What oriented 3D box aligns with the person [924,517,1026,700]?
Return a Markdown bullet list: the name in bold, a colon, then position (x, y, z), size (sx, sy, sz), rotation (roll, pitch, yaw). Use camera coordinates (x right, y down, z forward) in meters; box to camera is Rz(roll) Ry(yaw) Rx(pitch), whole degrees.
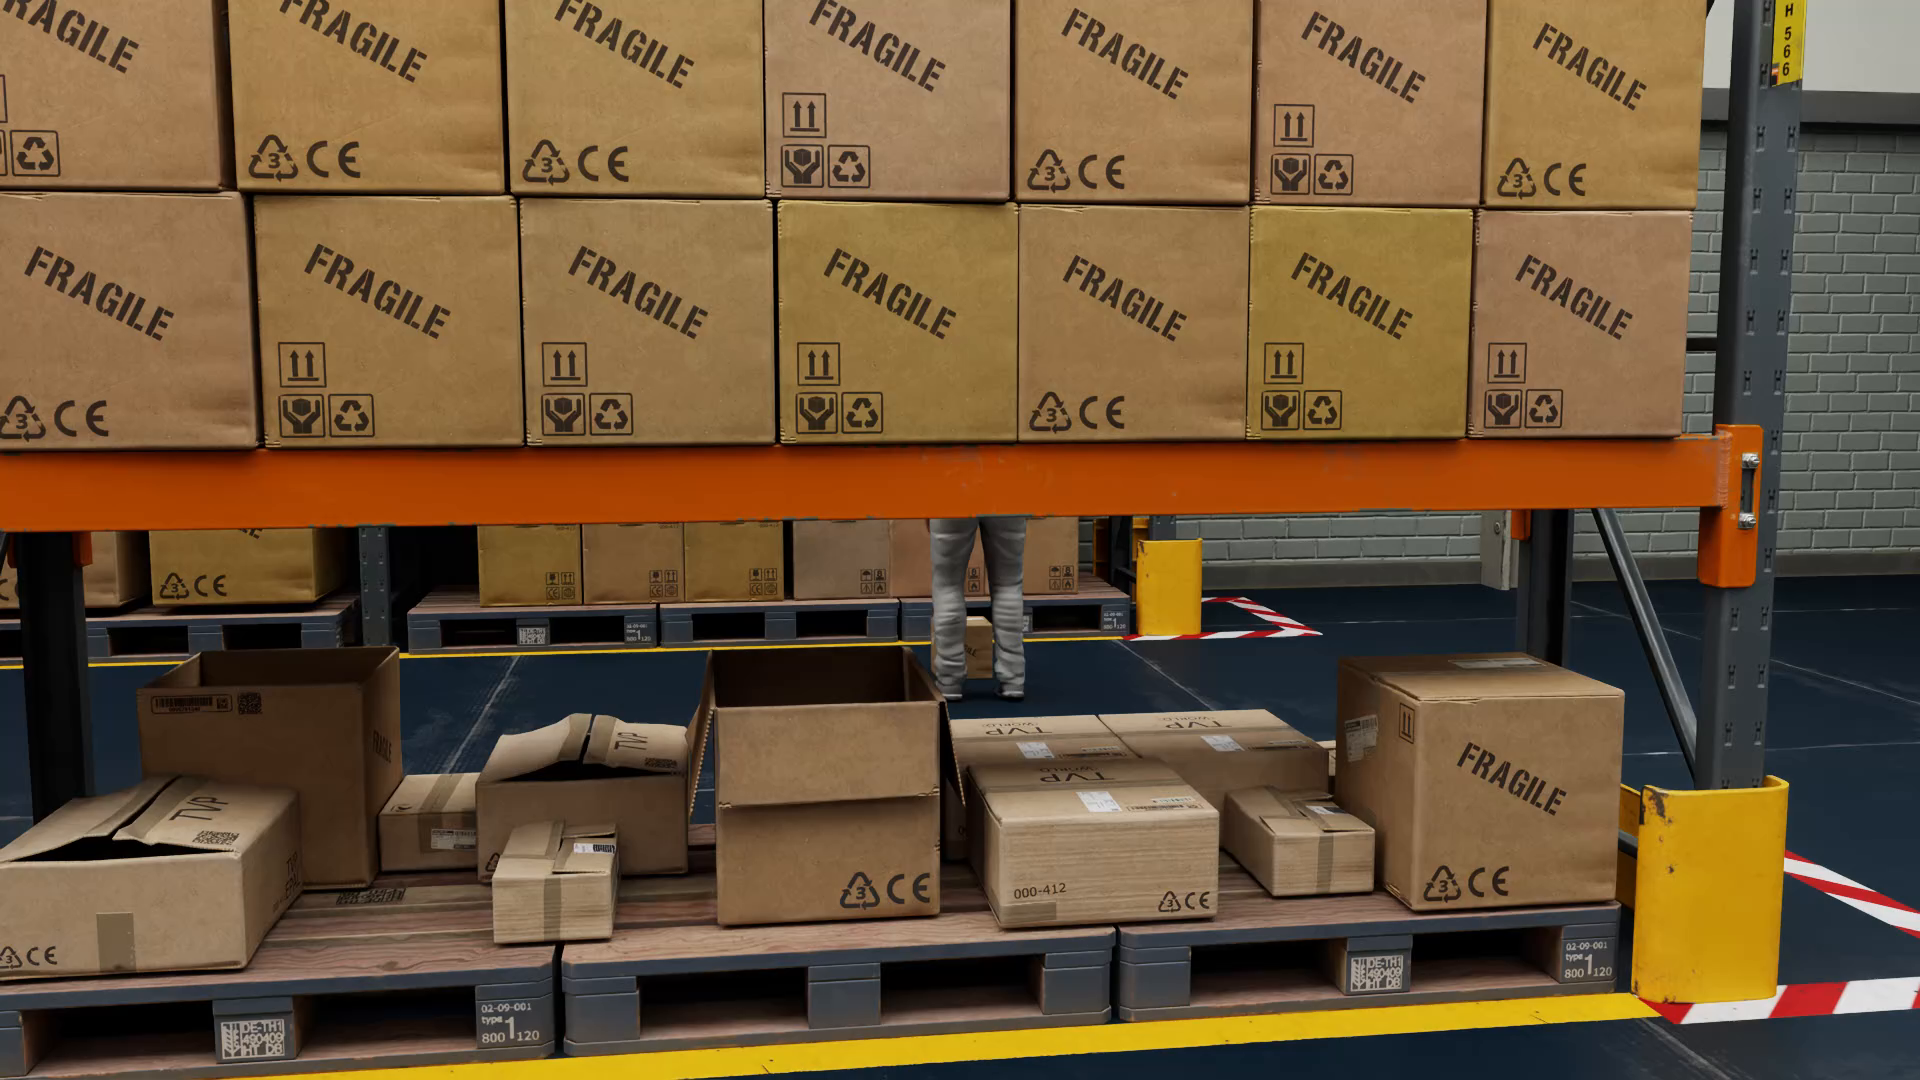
- **person**: position (0.056, -0.136, 7.130), size (0.467, 1.682, 0.391), rotation (-1, 7, -7)
